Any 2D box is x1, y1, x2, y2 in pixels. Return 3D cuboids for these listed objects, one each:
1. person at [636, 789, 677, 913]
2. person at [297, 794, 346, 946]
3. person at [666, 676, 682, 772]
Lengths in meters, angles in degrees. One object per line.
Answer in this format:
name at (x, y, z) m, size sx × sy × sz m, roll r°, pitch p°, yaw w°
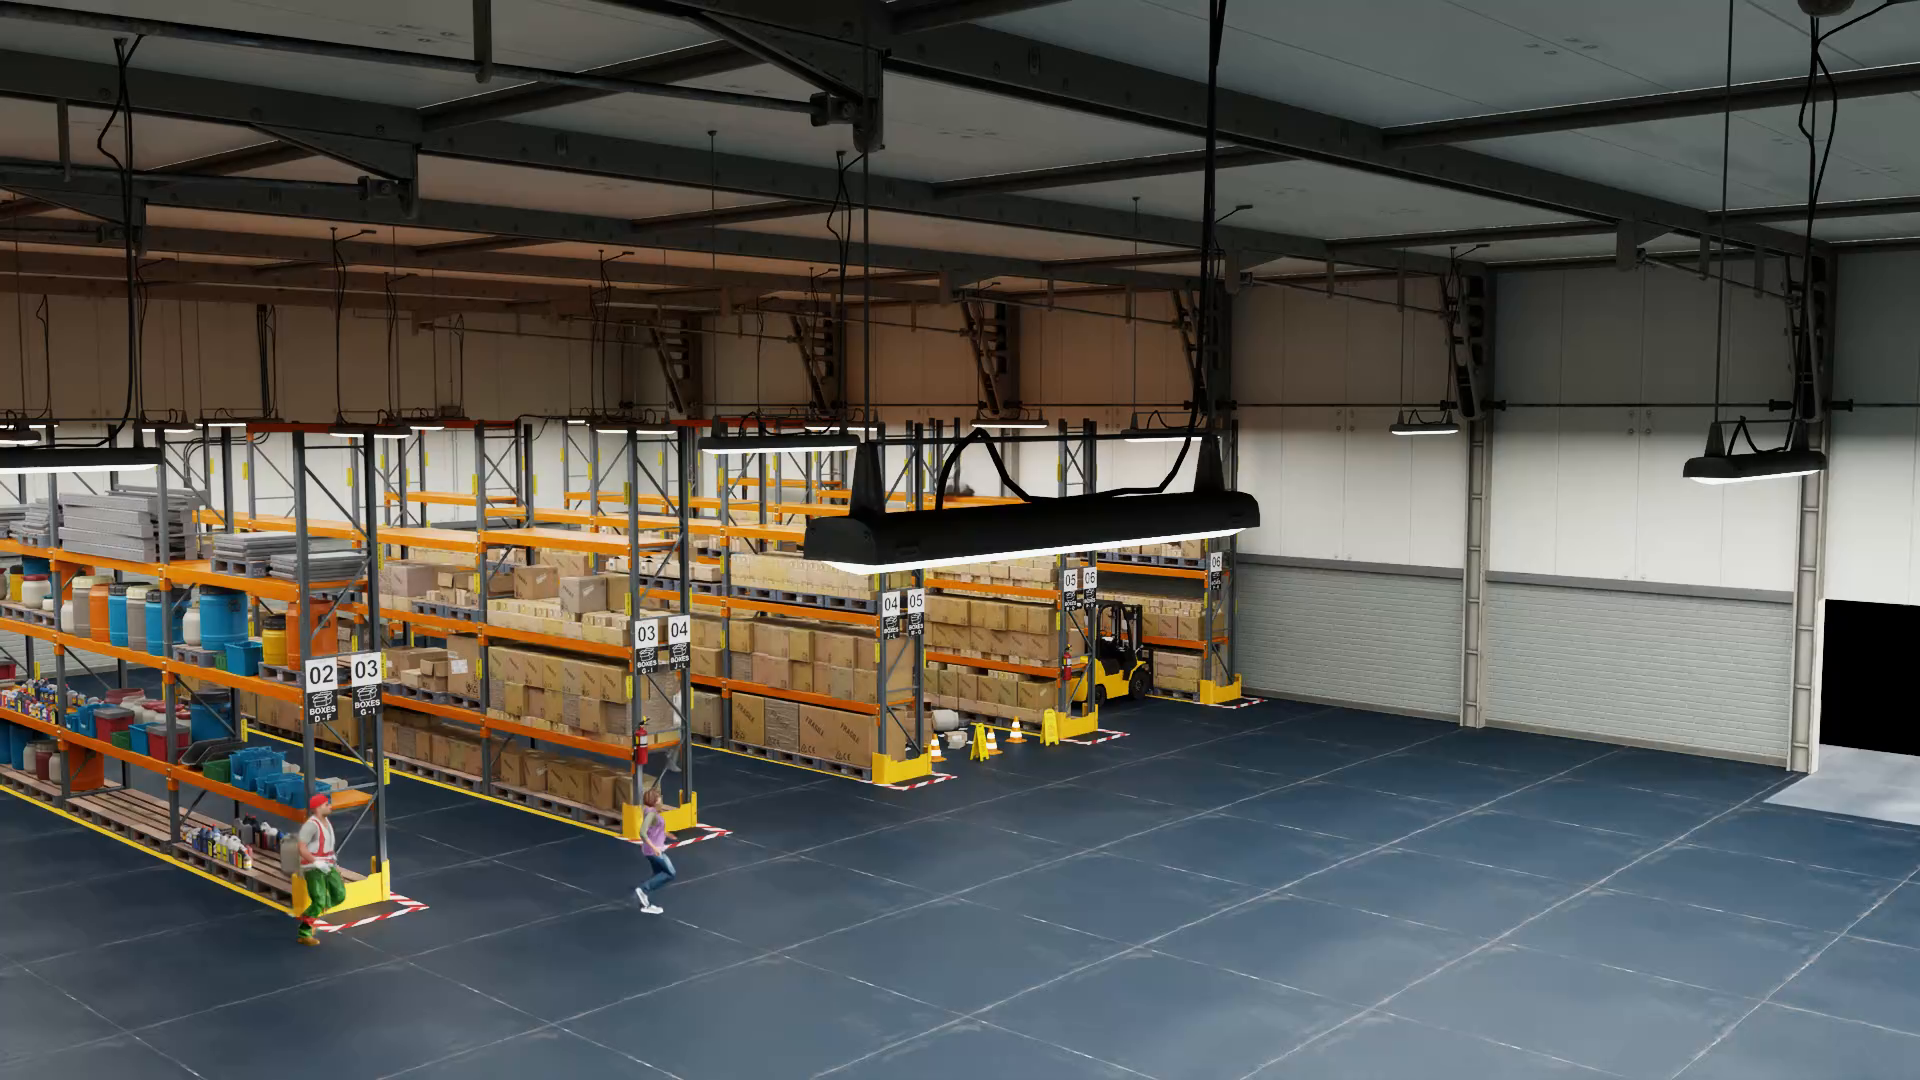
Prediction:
person at (-3.776, 3.869, 20.675) m, size 0.535 × 1.560 × 0.536 m, roll -1°, pitch 5°, yaw -16°
person at (-7.535, 3.864, 19.659) m, size 0.529 × 1.720 × 0.716 m, roll 1°, pitch 5°, yaw 8°
person at (-4.882, 3.166, 28.749) m, size 0.615 × 1.661 × 0.637 m, roll 3°, pitch 6°, yaw 34°
